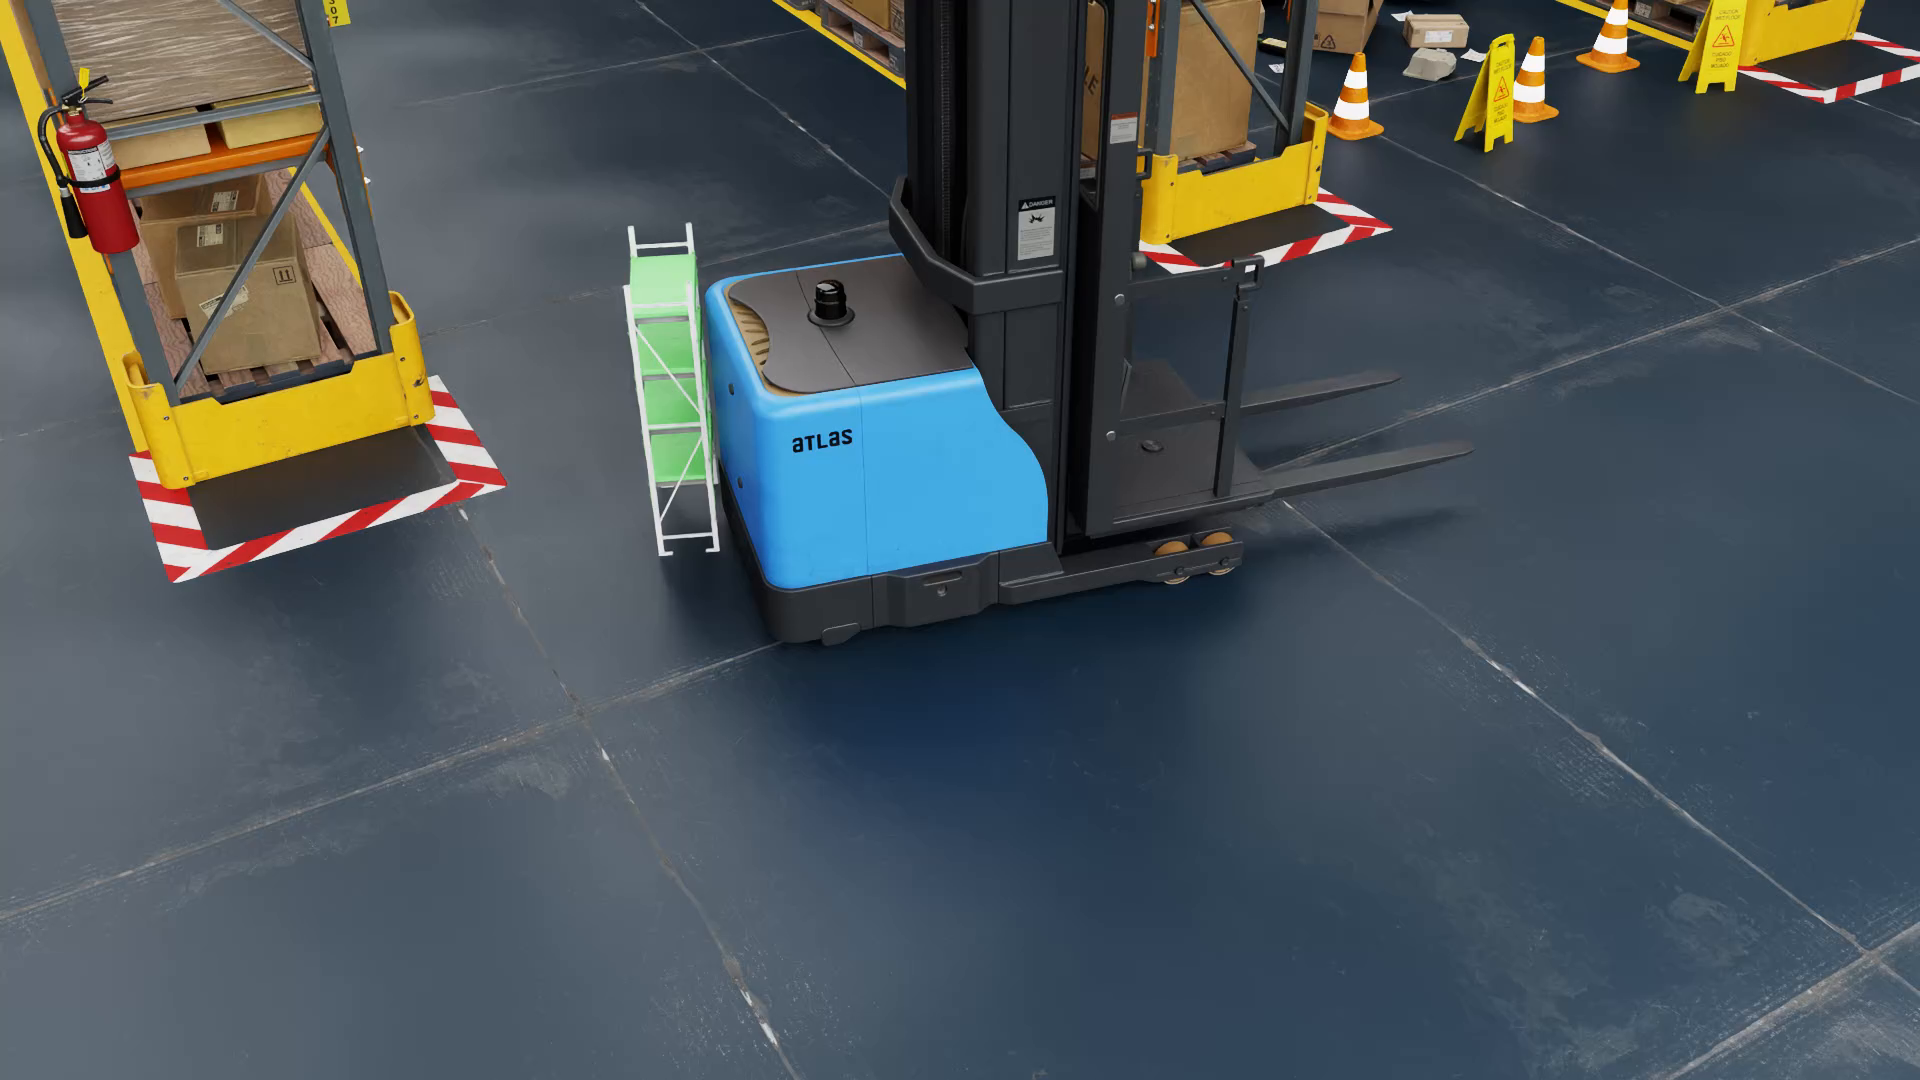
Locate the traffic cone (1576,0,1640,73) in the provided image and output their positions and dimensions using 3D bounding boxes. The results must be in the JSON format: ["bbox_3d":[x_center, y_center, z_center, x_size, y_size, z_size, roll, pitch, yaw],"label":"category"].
[{"bbox_3d":[4.333,-3.383,10.989,0.336,0.463,0.334,-19,40,-24],"label":"traffic cone"}]

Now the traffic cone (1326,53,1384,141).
[{"bbox_3d":[2.396,-2.719,10.080,0.336,0.463,0.334,-19,40,-24],"label":"traffic cone"}]

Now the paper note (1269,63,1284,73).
[{"bbox_3d":[2.137,-3.134,11.016,0.144,0.017,0.142,-6,37,-8],"label":"paper note"}]

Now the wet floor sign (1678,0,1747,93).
[{"bbox_3d":[4.835,-3.205,10.592,0.267,0.644,0.232,-6,37,-8],"label":"wet floor sign"}]

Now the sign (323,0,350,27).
[{"bbox_3d":[-2.435,-2.144,6.408,0.100,0.325,0.005,-19,40,-24],"label":"sign"}]

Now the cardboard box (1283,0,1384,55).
[{"bbox_3d":[2.593,-3.708,11.400,0.637,0.503,0.797,12,38,16],"label":"cardboard box"}]

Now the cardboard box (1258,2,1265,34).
[{"bbox_3d":[1.882,-3.657,11.532,0.396,0.266,0.258,-12,38,-16],"label":"cardboard box"}]

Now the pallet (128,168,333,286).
[{"bbox_3d":[-3.929,-1.593,8.751,1.003,0.211,1.213,-19,40,-24],"label":"pallet"}]

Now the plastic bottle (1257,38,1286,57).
[{"bbox_3d":[2.124,-3.352,11.288,0.283,0.061,0.133,26,44,31],"label":"plastic bottle"}]

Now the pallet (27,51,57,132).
[{"bbox_3d":[-5.306,-2.944,10.602,1.003,0.211,1.213,-19,40,-24],"label":"pallet"}]

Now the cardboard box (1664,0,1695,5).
[{"bbox_3d":[5.014,-3.974,11.623,0.500,0.250,0.500,-19,40,-24],"label":"cardboard box"}]

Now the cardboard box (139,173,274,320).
[{"bbox_3d":[-3.533,-1.412,7.903,0.500,0.500,0.500,-9,37,-12],"label":"cardboard box"}]

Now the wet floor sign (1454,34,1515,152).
[{"bbox_3d":[3.162,-2.673,9.863,0.267,0.644,0.232,-26,44,-31],"label":"wet floor sign"}]

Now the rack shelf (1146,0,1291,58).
[{"bbox_3d":[0.431,-3.781,9.994,1.077,0.370,4.000,-19,40,-24],"label":"rack shelf"}]

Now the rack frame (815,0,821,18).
[{"bbox_3d":[-0.574,-5.092,11.178,1.000,3.000,0.127,-19,40,-24],"label":"rack frame"}]

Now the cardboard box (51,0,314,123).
[{"bbox_3d":[-3.156,-2.083,6.721,0.875,0.500,0.500,-19,40,-24],"label":"cardboard box"}]

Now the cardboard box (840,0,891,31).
[{"bbox_3d":[-0.319,-4.062,11.213,0.875,0.875,0.875,-18,40,-23],"label":"cardboard box"}]

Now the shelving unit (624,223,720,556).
[{"bbox_3d":[-1.118,-0.576,6.522,0.258,1.200,0.503,-4,36,-6],"label":"shelving unit"}]

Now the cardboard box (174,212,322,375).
[{"bbox_3d":[-3.203,-1.117,7.500,0.500,0.500,0.500,-12,38,-16],"label":"cardboard box"}]

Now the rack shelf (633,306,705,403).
[{"bbox_3d":[-1.118,-0.719,6.418,0.258,0.148,0.480,-4,36,-6],"label":"rack shelf"}]

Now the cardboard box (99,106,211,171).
[{"bbox_3d":[-3.226,-1.616,6.633,0.380,0.149,0.250,-19,40,-24],"label":"cardboard box"}]

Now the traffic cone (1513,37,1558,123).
[{"bbox_3d":[3.544,-2.880,10.301,0.336,0.463,0.334,-19,40,-24],"label":"traffic cone"}]

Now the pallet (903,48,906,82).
[{"bbox_3d":[0.357,-2.932,10.585,1.003,0.211,1.213,-19,40,-24],"label":"pallet"}]

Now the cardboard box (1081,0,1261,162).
[{"bbox_3d":[1.038,-2.690,9.335,0.875,0.875,0.875,-19,40,-24],"label":"cardboard box"}]

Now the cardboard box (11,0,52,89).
[{"bbox_3d":[-3.511,-2.302,7.022,0.875,0.500,0.500,-19,40,-24],"label":"cardboard box"}]

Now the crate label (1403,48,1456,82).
[{"bbox_3d":[3.096,-3.131,10.921,0.298,0.136,0.250,19,40,24],"label":"crate label"}]

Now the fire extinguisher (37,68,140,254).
[{"bbox_3d":[-3.245,-1.407,6.199,0.296,0.674,0.183,-19,40,-24],"label":"fire extinguisher"}]

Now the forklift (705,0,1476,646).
[{"bbox_3d":[0.600,-1.297,6.041,3.031,2.935,1.130,-11,37,-14],"label":"forklift"}]

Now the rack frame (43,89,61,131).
[{"bbox_3d":[-4.914,-3.673,9.236,1.000,3.000,0.127,-19,40,-24],"label":"rack frame"}]

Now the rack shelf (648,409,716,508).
[{"bbox_3d":[-1.118,-0.331,6.701,0.258,0.148,0.480,-4,36,-6],"label":"rack shelf"}]

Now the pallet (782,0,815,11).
[{"bbox_3d":[-1.027,-4.337,12.509,1.003,0.211,1.213,-19,40,-24],"label":"pallet"}]

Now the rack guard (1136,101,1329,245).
[{"bbox_3d":[1.448,-2.030,9.106,1.175,0.500,0.348,-19,40,-24],"label":"rack guard"}]

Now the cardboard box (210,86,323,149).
[{"bbox_3d":[-2.841,-1.748,6.813,0.380,0.149,0.250,-19,40,-24],"label":"cardboard box"}]

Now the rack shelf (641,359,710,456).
[{"bbox_3d":[-1.118,-0.525,6.560,0.258,0.148,0.480,-4,36,-6],"label":"rack shelf"}]

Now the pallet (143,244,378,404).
[{"bbox_3d":[-3.320,-0.971,7.901,1.003,0.211,1.213,-19,40,-24],"label":"pallet"}]

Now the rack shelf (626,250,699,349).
[{"bbox_3d":[-1.118,-0.912,6.277,0.258,0.148,0.480,-4,36,-6],"label":"rack shelf"}]

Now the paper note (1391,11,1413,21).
[{"bbox_3d":[3.172,-3.736,11.850,0.148,0.019,0.142,-6,37,-8],"label":"paper note"}]

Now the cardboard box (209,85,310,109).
[{"bbox_3d":[-2.950,-1.881,6.996,0.380,0.149,0.250,-19,40,-24],"label":"cardboard box"}]

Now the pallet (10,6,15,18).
[{"bbox_3d":[-6.532,-4.188,12.306,1.003,0.211,1.213,-19,40,-24],"label":"pallet"}]

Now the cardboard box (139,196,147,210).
[{"bbox_3d":[-3.831,-1.737,8.348,0.500,0.500,0.500,-15,39,-20],"label":"cardboard box"}]

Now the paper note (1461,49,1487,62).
[{"bbox_3d":[3.469,-3.263,11.192,0.142,0.019,0.148,26,44,31],"label":"paper note"}]

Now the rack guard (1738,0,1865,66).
[{"bbox_3d":[5.626,-3.599,11.254,1.175,0.500,0.348,-19,40,-24],"label":"rack guard"}]

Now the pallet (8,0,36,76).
[{"bbox_3d":[-5.923,-3.567,11.455,1.003,0.211,1.213,-19,40,-24],"label":"pallet"}]

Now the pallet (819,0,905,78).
[{"bbox_3d":[-0.260,-3.555,11.438,1.003,0.211,1.213,-19,40,-24],"label":"pallet"}]

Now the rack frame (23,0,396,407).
[{"bbox_3d":[-2.904,-1.634,6.443,1.000,3.000,0.127,-19,40,-24],"label":"rack frame"}]

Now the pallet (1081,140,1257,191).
[{"bbox_3d":[0.966,-2.310,9.734,1.003,0.211,1.213,-19,40,-24],"label":"pallet"}]

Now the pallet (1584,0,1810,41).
[{"bbox_3d":[5.249,-3.908,11.921,1.003,0.211,1.213,-19,40,-24],"label":"pallet"}]

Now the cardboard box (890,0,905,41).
[{"bbox_3d":[0.137,-3.603,10.586,0.875,0.875,0.875,-19,40,-24],"label":"cardboard box"}]

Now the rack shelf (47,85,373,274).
[{"bbox_3d":[-3.909,-2.363,8.052,1.077,0.370,4.000,-19,40,-24],"label":"rack shelf"}]

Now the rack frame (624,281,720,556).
[{"bbox_3d":[-1.086,-0.434,6.327,0.240,1.200,0.015,-4,36,-6],"label":"rack frame"}]

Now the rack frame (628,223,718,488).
[{"bbox_3d":[-1.150,-0.719,6.717,0.240,1.200,0.015,-4,36,-6],"label":"rack frame"}]

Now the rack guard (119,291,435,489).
[{"bbox_3d":[-2.942,-0.663,7.234,1.175,0.500,0.348,-19,40,-24],"label":"rack guard"}]

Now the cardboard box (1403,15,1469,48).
[{"bbox_3d":[3.260,-3.488,11.400,0.380,0.149,0.250,0,36,0],"label":"cardboard box"}]

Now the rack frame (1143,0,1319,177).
[{"bbox_3d":[1.435,-3.052,8.385,1.000,3.000,0.127,-19,40,-24],"label":"rack frame"}]
